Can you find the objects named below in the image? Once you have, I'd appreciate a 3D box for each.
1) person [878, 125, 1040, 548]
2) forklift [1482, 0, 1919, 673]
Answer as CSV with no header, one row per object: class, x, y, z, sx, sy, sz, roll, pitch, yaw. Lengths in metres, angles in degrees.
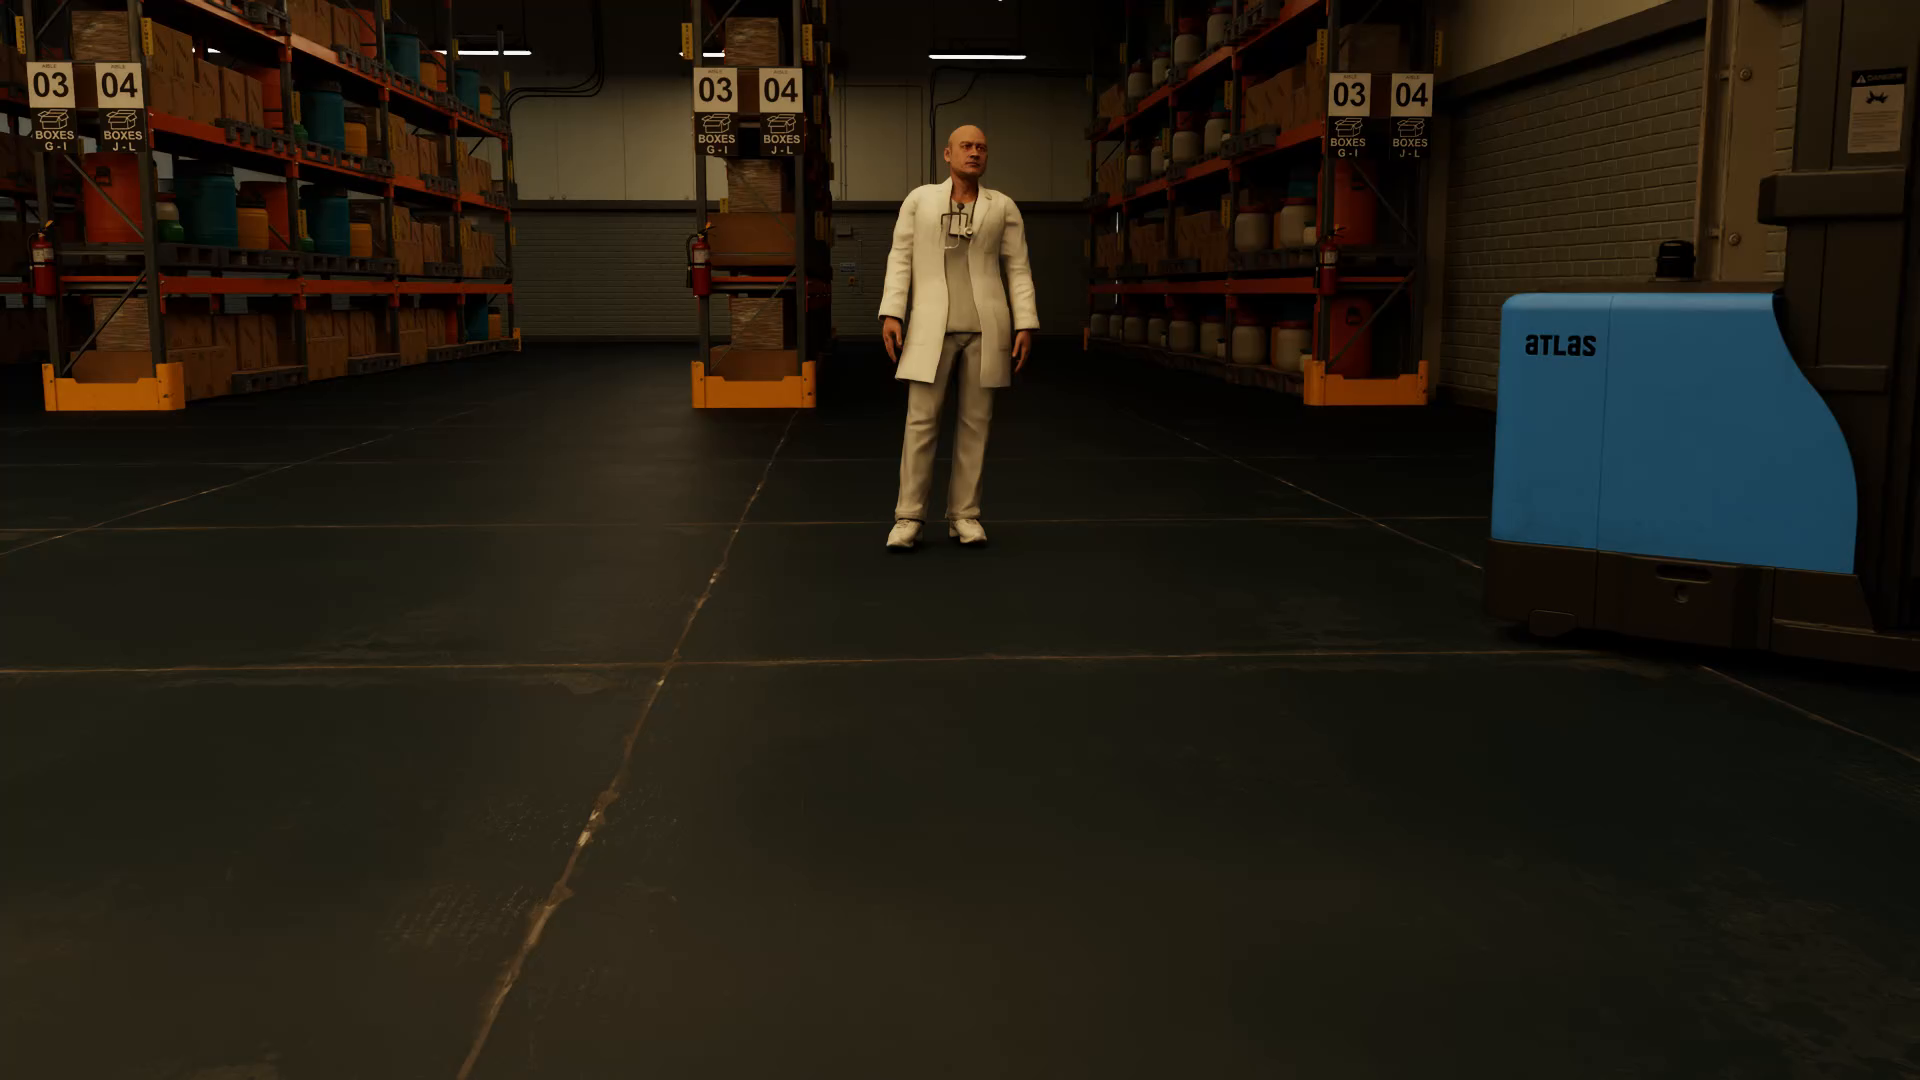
person,0.001,-0.873,7.088,0.698,1.776,0.580,-1,8,-4
forklift,3.117,-1.063,4.489,3.031,2.935,1.130,7,11,39
